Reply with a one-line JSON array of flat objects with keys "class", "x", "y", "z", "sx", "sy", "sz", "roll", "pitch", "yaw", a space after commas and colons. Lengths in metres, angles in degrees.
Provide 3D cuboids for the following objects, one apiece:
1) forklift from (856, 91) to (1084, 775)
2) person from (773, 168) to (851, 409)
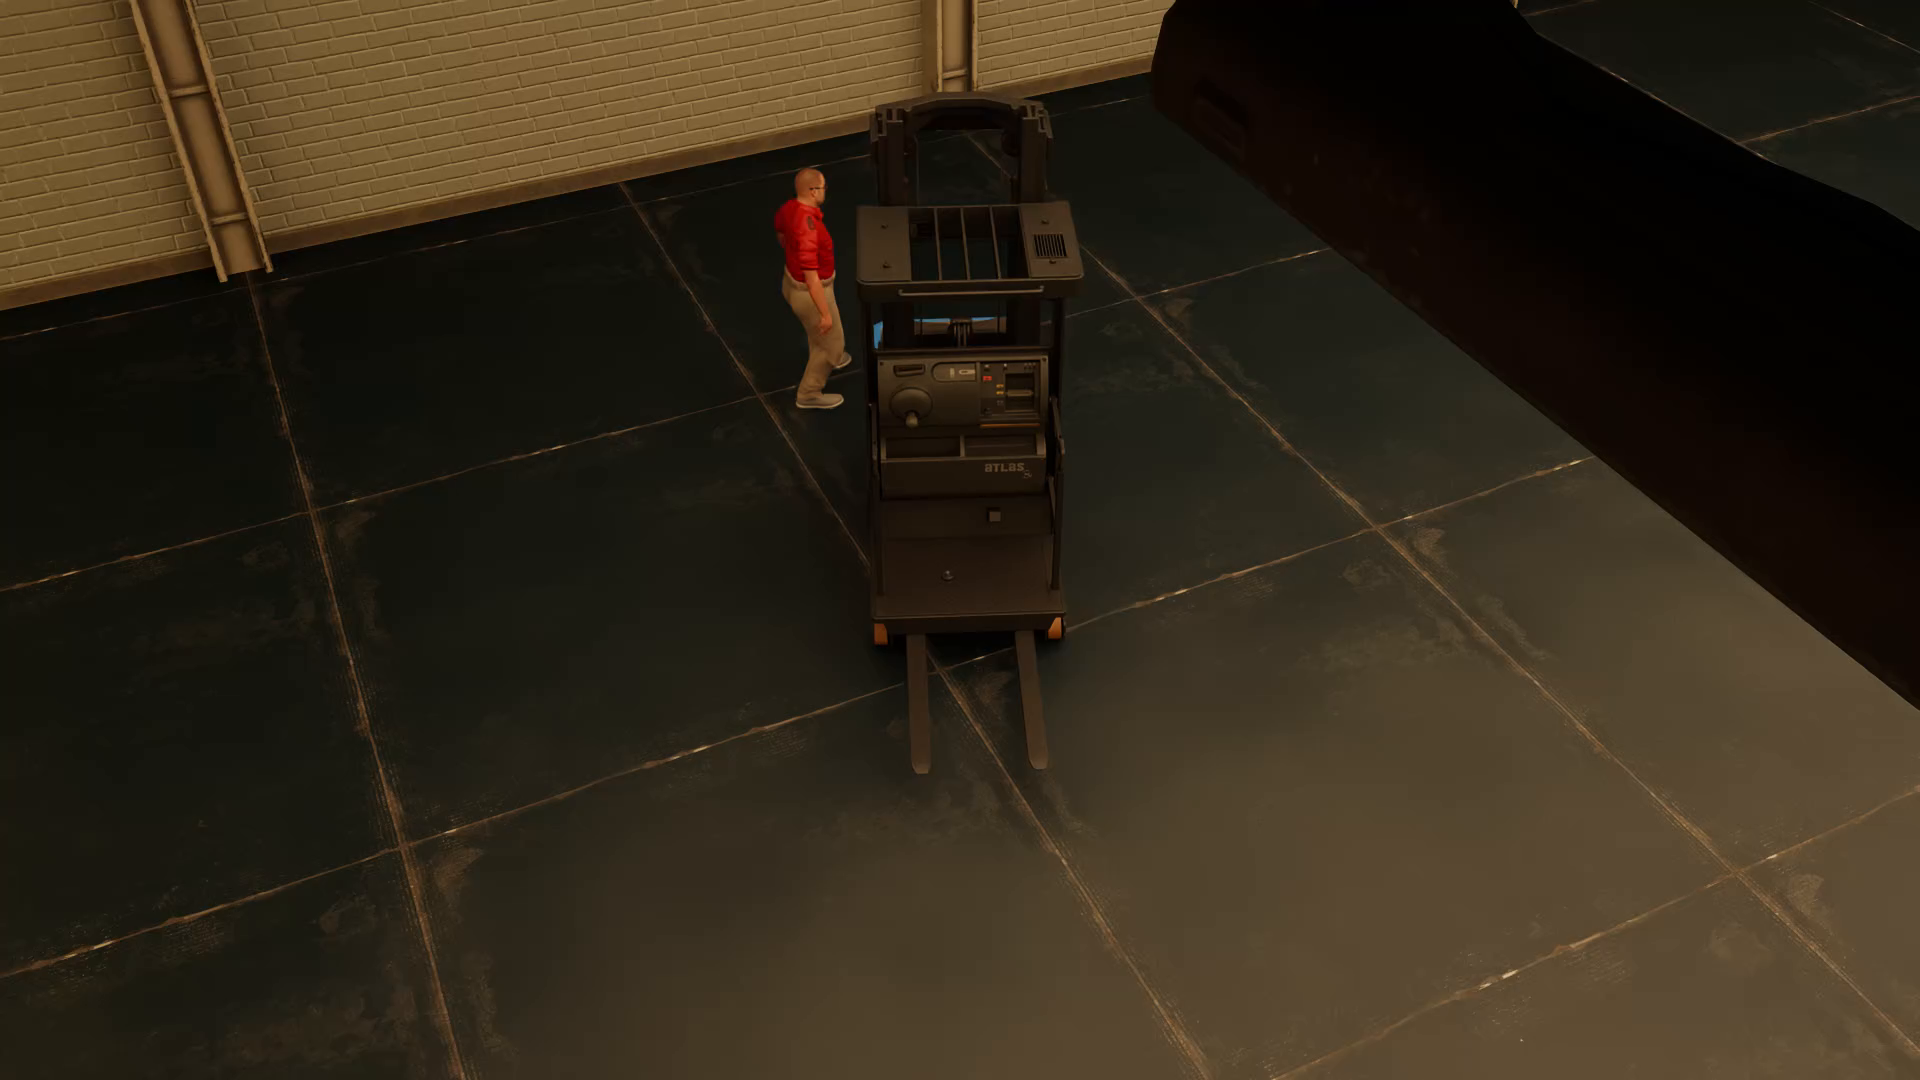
[{"class": "forklift", "x": 0.030, "y": -0.735, "z": 8.897, "sx": 1.130, "sy": 2.935, "sz": 3.031, "roll": -2, "pitch": 40, "yaw": -2}, {"class": "person", "x": -0.909, "y": -1.683, "z": 11.000, "sx": 0.547, "sy": 1.693, "sz": 0.823, "roll": -15, "pitch": 42, "yaw": -17}]
